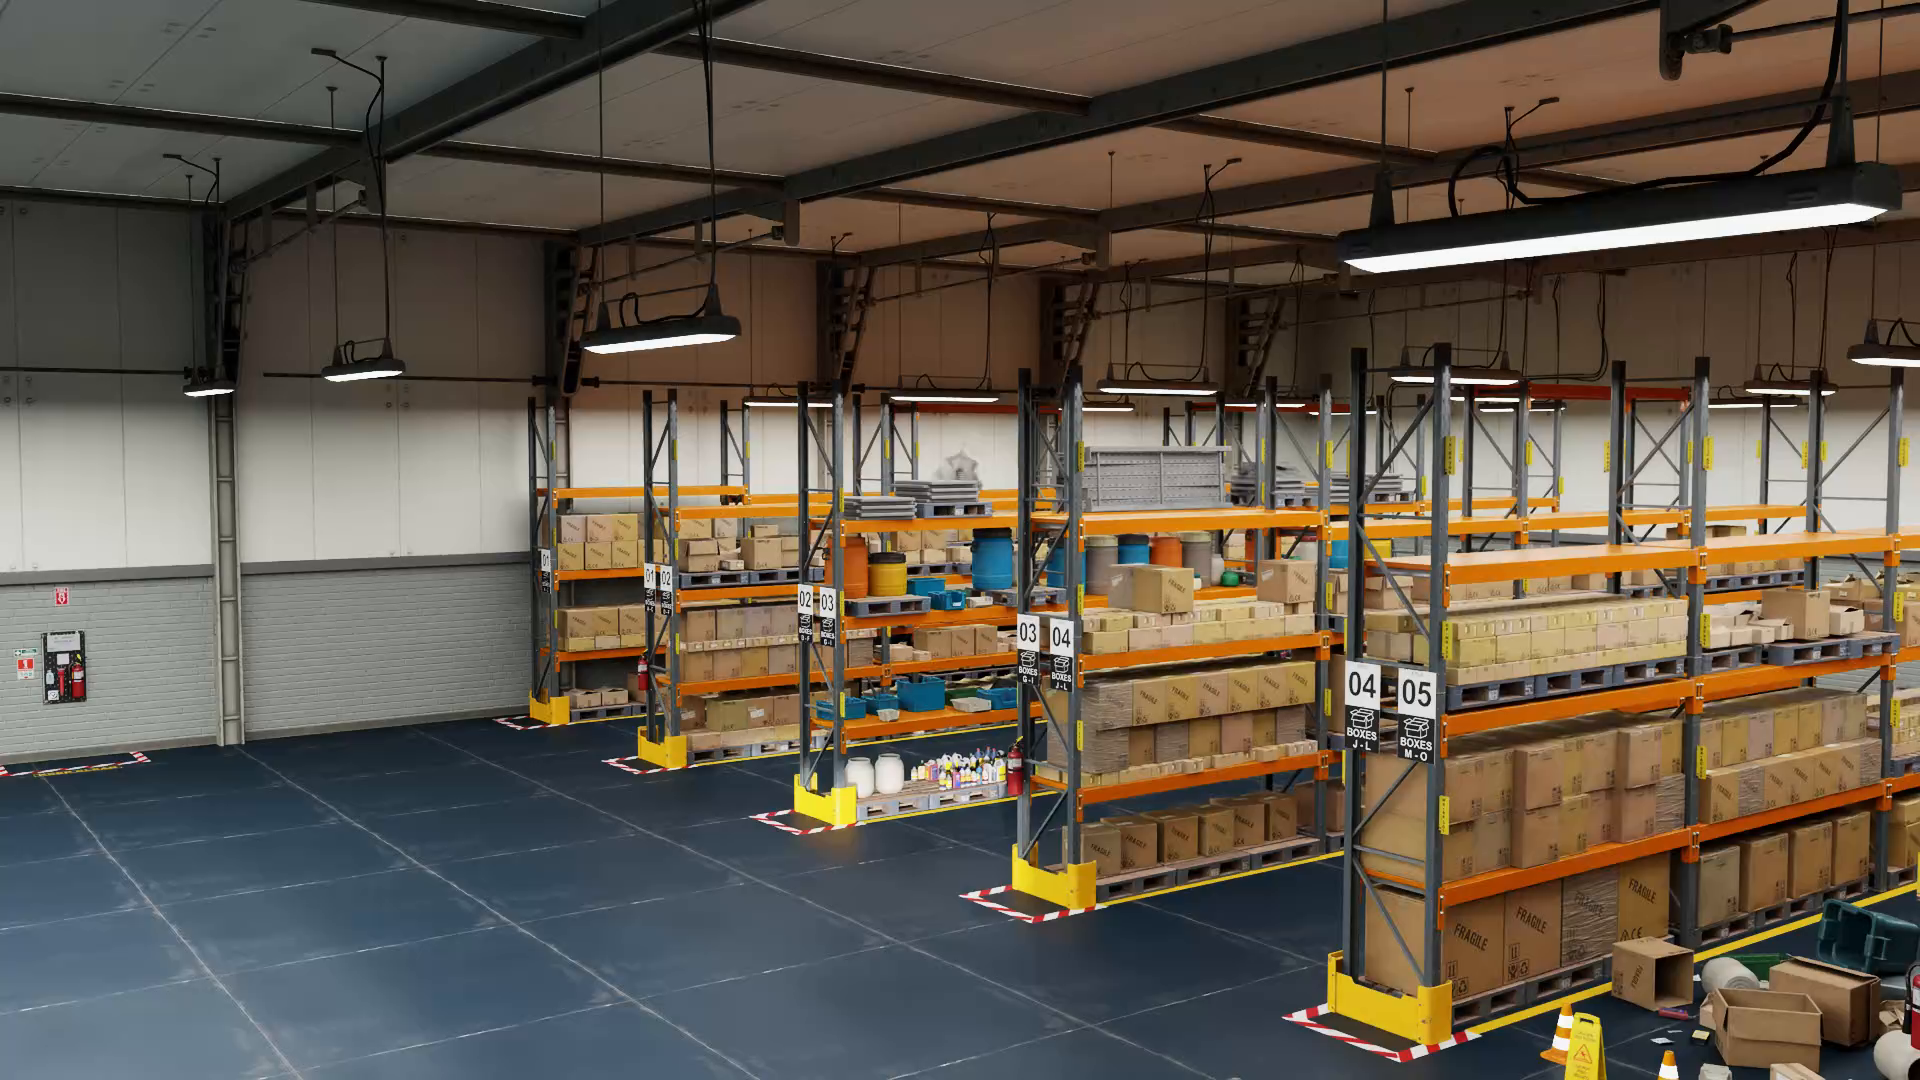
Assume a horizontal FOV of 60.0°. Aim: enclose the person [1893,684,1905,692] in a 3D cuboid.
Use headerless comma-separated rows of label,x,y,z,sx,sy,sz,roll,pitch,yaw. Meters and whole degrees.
person,13.521,2.914,23.970,0.809,1.706,0.573,-2,4,-24
